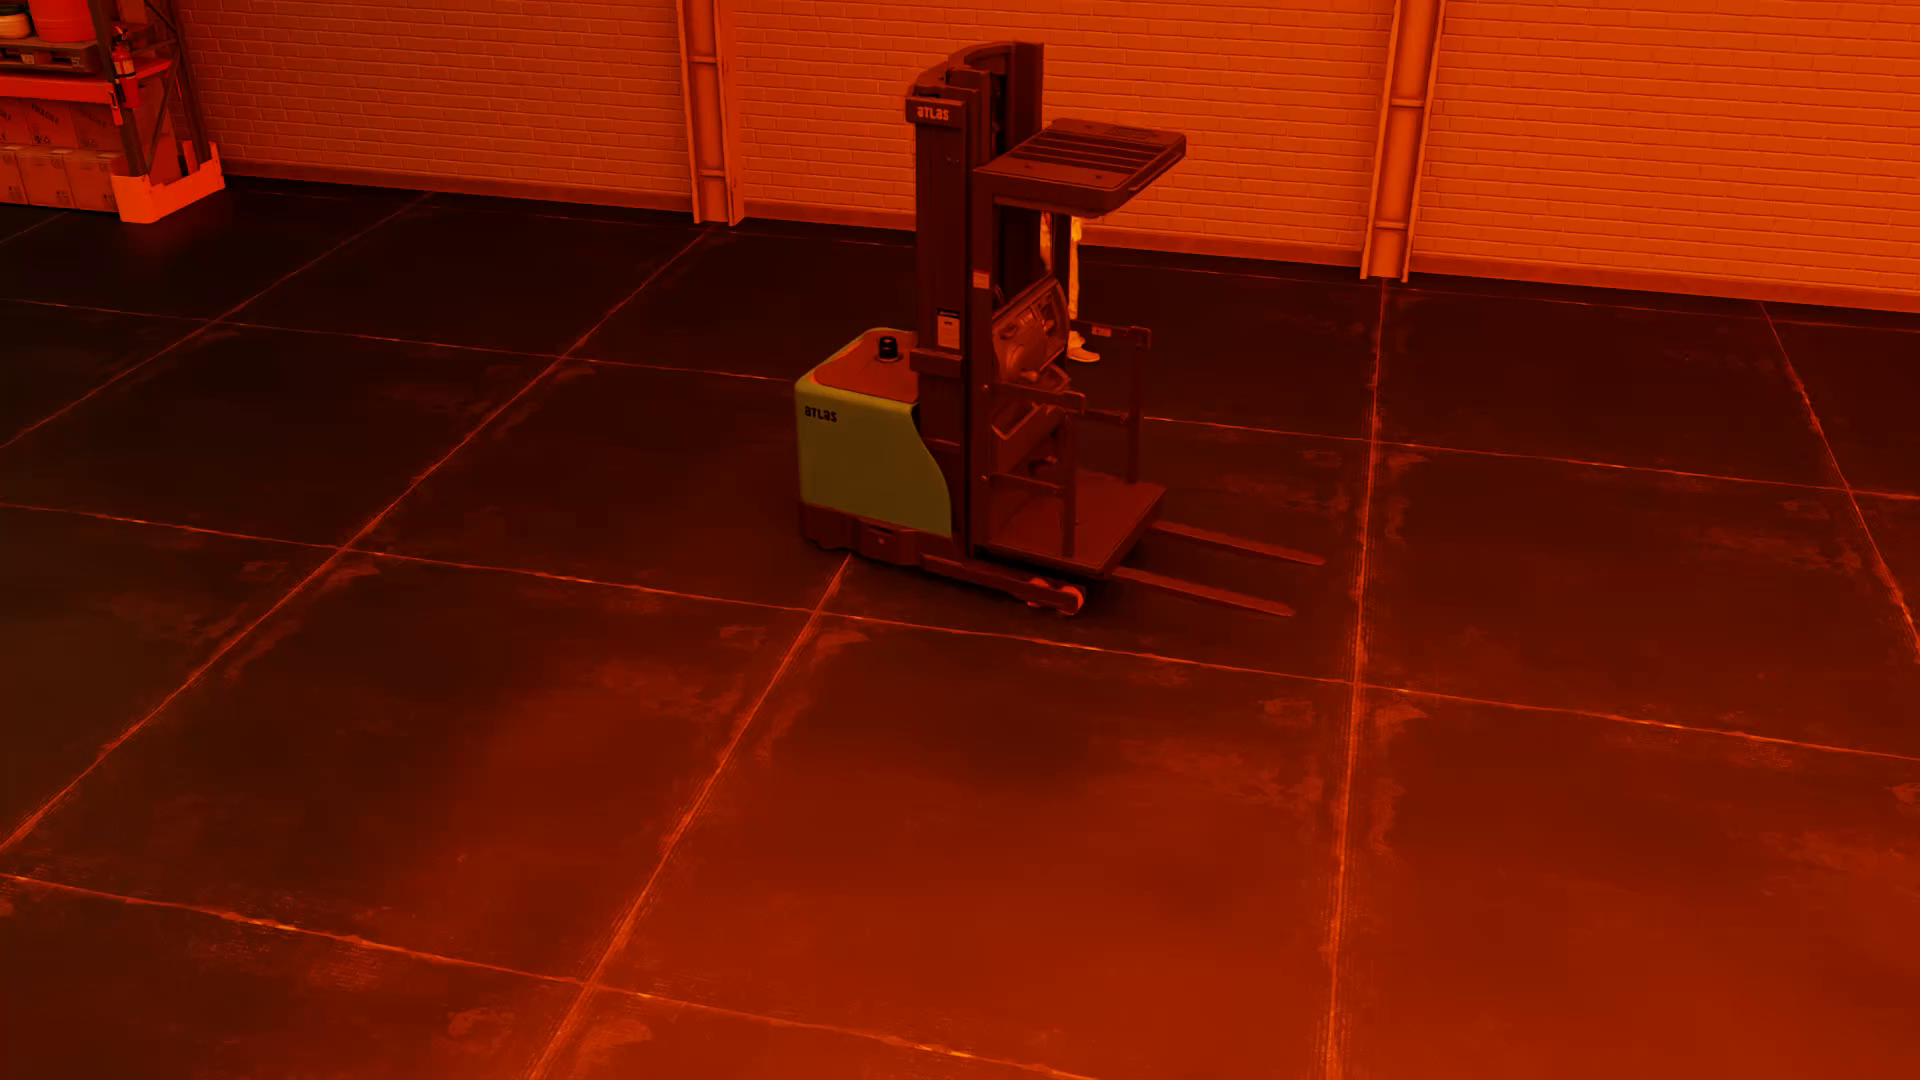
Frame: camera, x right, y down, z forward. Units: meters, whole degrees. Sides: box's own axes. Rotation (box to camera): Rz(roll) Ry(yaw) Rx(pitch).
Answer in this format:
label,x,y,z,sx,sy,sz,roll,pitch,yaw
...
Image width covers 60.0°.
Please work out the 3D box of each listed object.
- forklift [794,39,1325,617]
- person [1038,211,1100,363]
label,x,y,z,sx,sy,sz,roll,pitch,yaw
forklift,0.578,-1.146,9.193,3.031,2.935,1.130,14,32,23
person,0.805,-2.203,12.326,0.531,1.669,0.596,2,30,4
